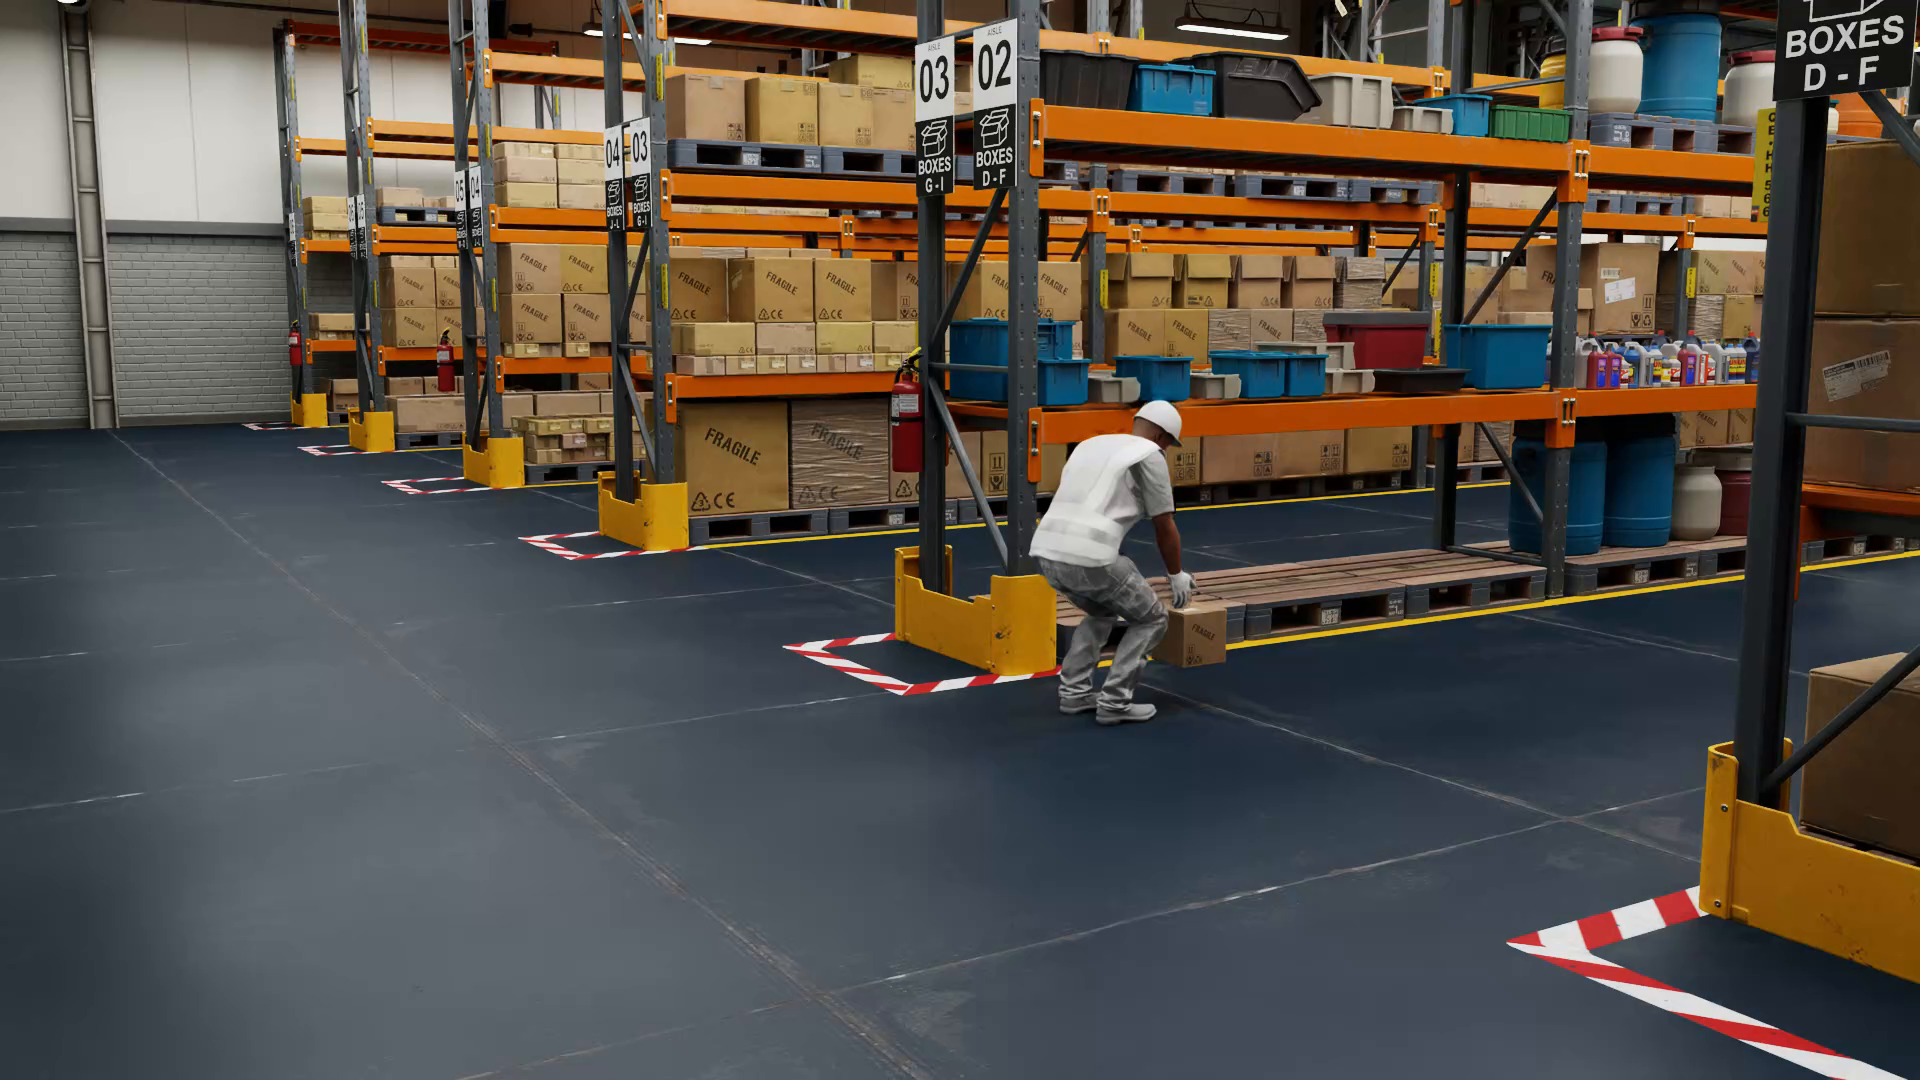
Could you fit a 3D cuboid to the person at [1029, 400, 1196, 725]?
[{"bbox_3d":[0.671,0.086,7.474,0.770,1.412,0.613,-5,9,-31],"label":"person"}]
